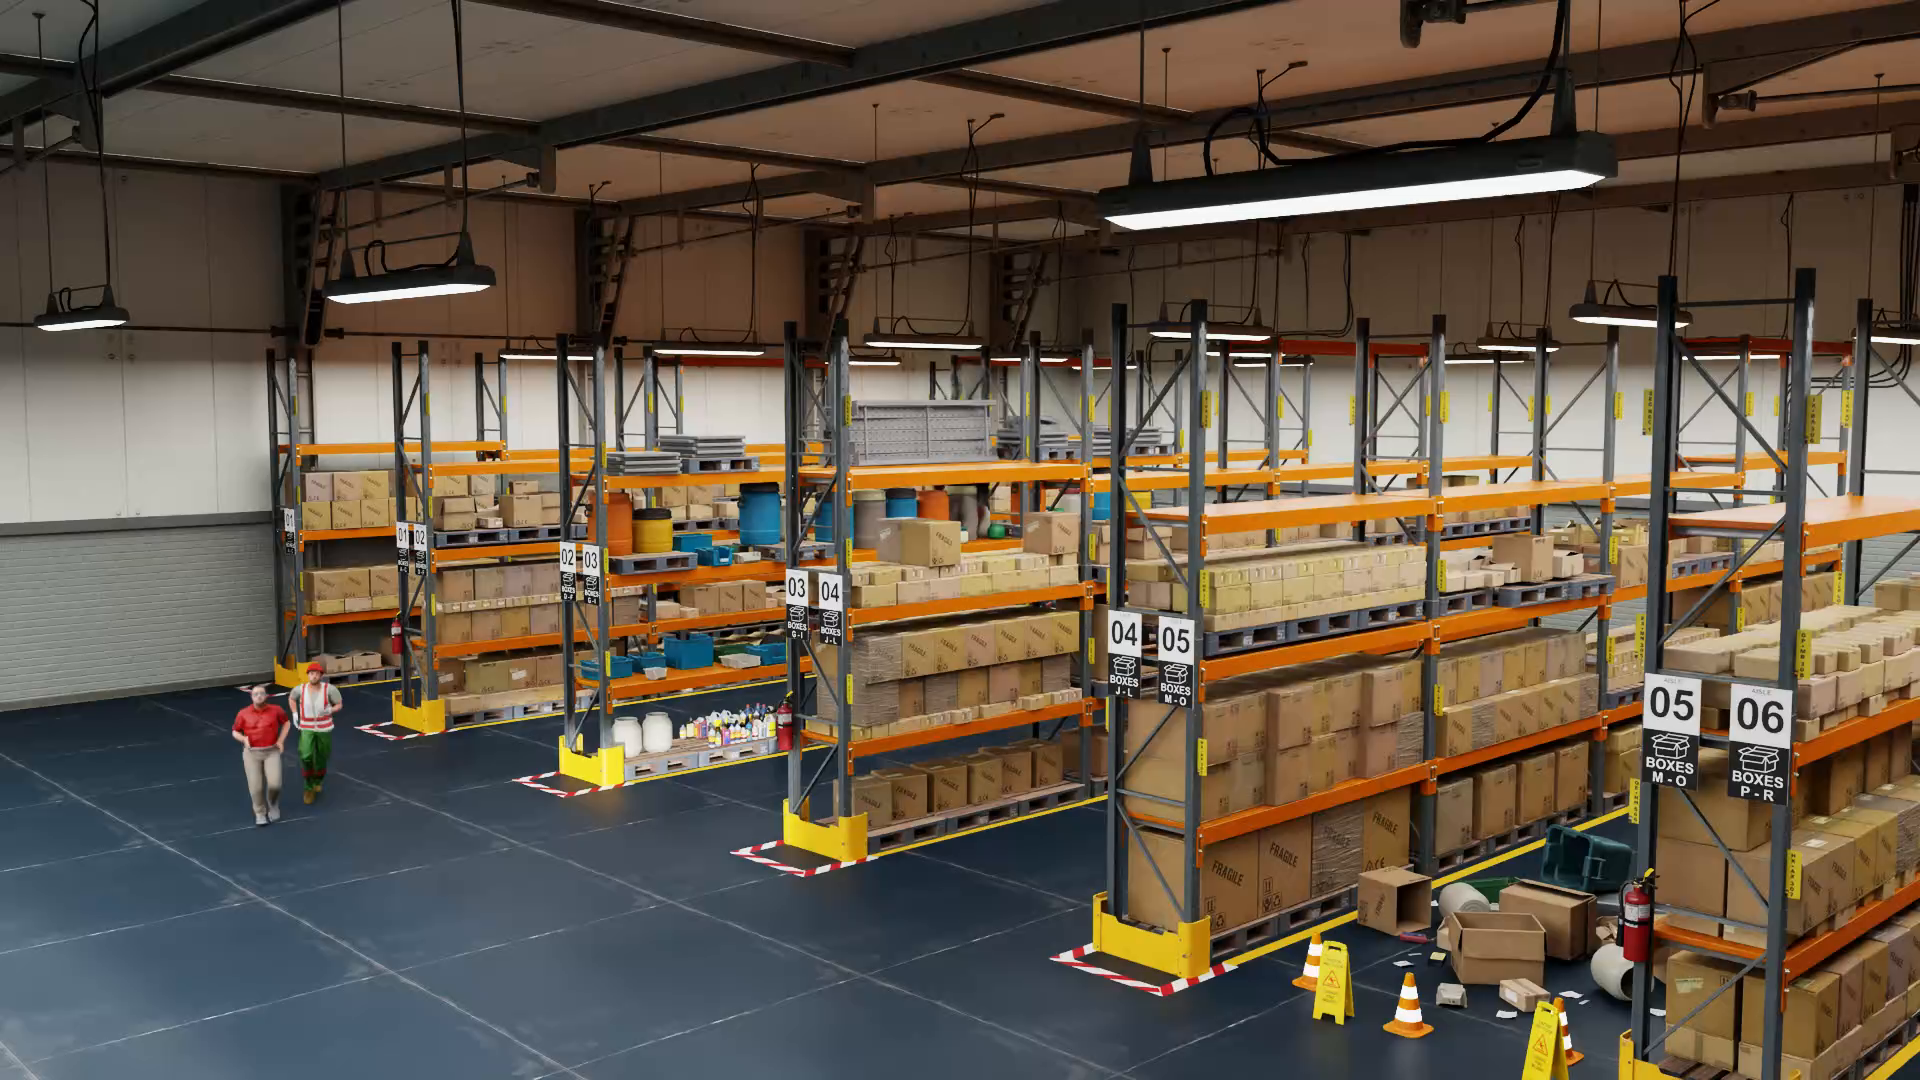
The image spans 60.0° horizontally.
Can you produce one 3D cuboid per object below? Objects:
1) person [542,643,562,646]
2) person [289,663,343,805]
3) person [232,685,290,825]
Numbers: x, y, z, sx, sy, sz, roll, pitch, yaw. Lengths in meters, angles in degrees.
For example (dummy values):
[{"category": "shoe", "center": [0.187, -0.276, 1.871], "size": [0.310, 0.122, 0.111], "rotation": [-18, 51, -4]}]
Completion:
[{"category": "person", "center": [-7.096, 1.870, 29.221], "size": [0.711, 1.557, 0.923], "rotation": [4, 6, 36]}, {"category": "person", "center": [-8.207, 2.450, 21.225], "size": [0.636, 1.804, 0.792], "rotation": [-2, 5, -22]}, {"category": "person", "center": [-8.360, 2.592, 19.939], "size": [0.650, 1.688, 0.602], "rotation": [-2, 5, -24]}]
